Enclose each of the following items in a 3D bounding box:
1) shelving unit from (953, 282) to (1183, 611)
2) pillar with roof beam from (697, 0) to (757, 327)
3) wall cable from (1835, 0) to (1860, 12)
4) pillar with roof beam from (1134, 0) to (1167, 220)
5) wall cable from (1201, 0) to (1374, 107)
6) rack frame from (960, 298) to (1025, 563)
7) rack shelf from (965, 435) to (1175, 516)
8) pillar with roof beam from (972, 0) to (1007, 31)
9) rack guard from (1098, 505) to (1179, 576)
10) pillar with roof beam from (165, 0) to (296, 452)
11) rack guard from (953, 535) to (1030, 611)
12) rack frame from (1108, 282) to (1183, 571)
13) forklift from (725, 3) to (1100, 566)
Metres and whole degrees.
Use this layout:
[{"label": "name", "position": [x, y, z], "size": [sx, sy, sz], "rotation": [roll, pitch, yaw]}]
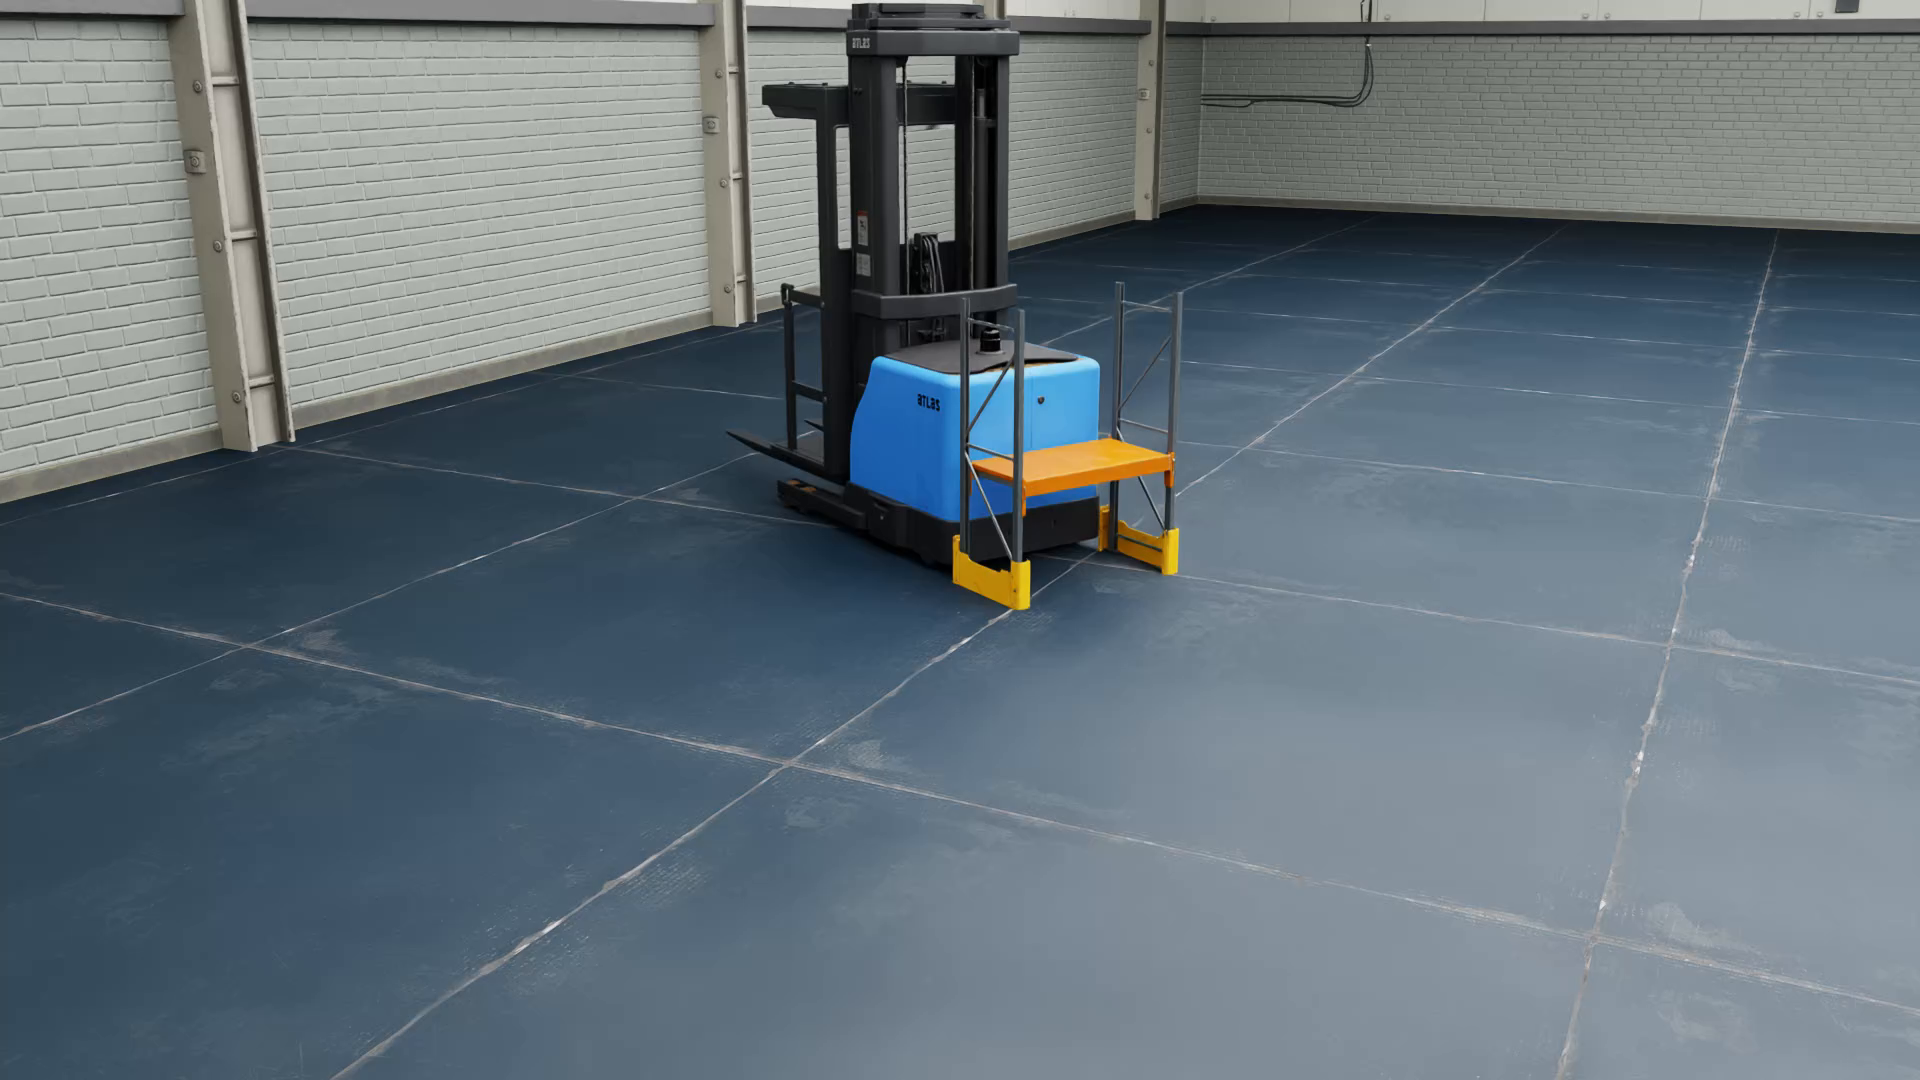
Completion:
[{"label": "shelving unit", "position": [0.563, -0.518, 8.634], "size": [1.083, 1.500, 0.587], "rotation": [-11, 20, -34]}, {"label": "pillar with roof beam", "position": [1.545, -5.978, 13.847], "size": [9.100, 9.000, 0.400], "rotation": [8, 18, 25]}, {"label": "wall cable", "position": [14.041, -10.583, 23.378], "size": [2.305, 6.003, 0.169], "rotation": [8, 18, 25]}, {"label": "pillar with roof beam", "position": [6.907, -9.035, 24.138], "size": [9.100, 9.000, 0.400], "rotation": [8, 18, 25]}, {"label": "wall cable", "position": [5.555, -8.676, 28.384], "size": [3.097, 2.526, 0.112], "rotation": [8, 18, 25]}, {"label": "rack frame", "position": [0.155, -0.436, 8.358], "size": [0.032, 1.500, 0.500], "rotation": [-11, 20, -34]}, {"label": "rack shelf", "position": [0.571, -0.347, 8.690], "size": [1.000, 0.185, 0.538], "rotation": [-11, 20, -34]}, {"label": "pillar with roof beam", "position": [4.226, -7.506, 18.992], "size": [9.100, 9.000, 0.400], "rotation": [8, 18, 25]}, {"label": "rack guard", "position": [0.970, -0.001, 9.087], "size": [0.087, 0.250, 0.587], "rotation": [-11, 20, -34]}, {"label": "pillar with roof beam", "position": [-1.136, -4.450, 8.701], "size": [9.100, 9.000, 0.400], "rotation": [8, 18, 25]}, {"label": "rack guard", "position": [0.156, 0.163, 8.537], "size": [0.087, 0.250, 0.587], "rotation": [-11, 20, -34]}, {"label": "rack frame", "position": [0.986, -0.603, 8.920], "size": [0.032, 1.500, 0.500], "rotation": [-11, 20, -34]}, {"label": "forklift", "position": [-0.462, -1.630, 9.865], "size": [1.130, 2.935, 3.031], "rotation": [-11, 20, -33]}]
